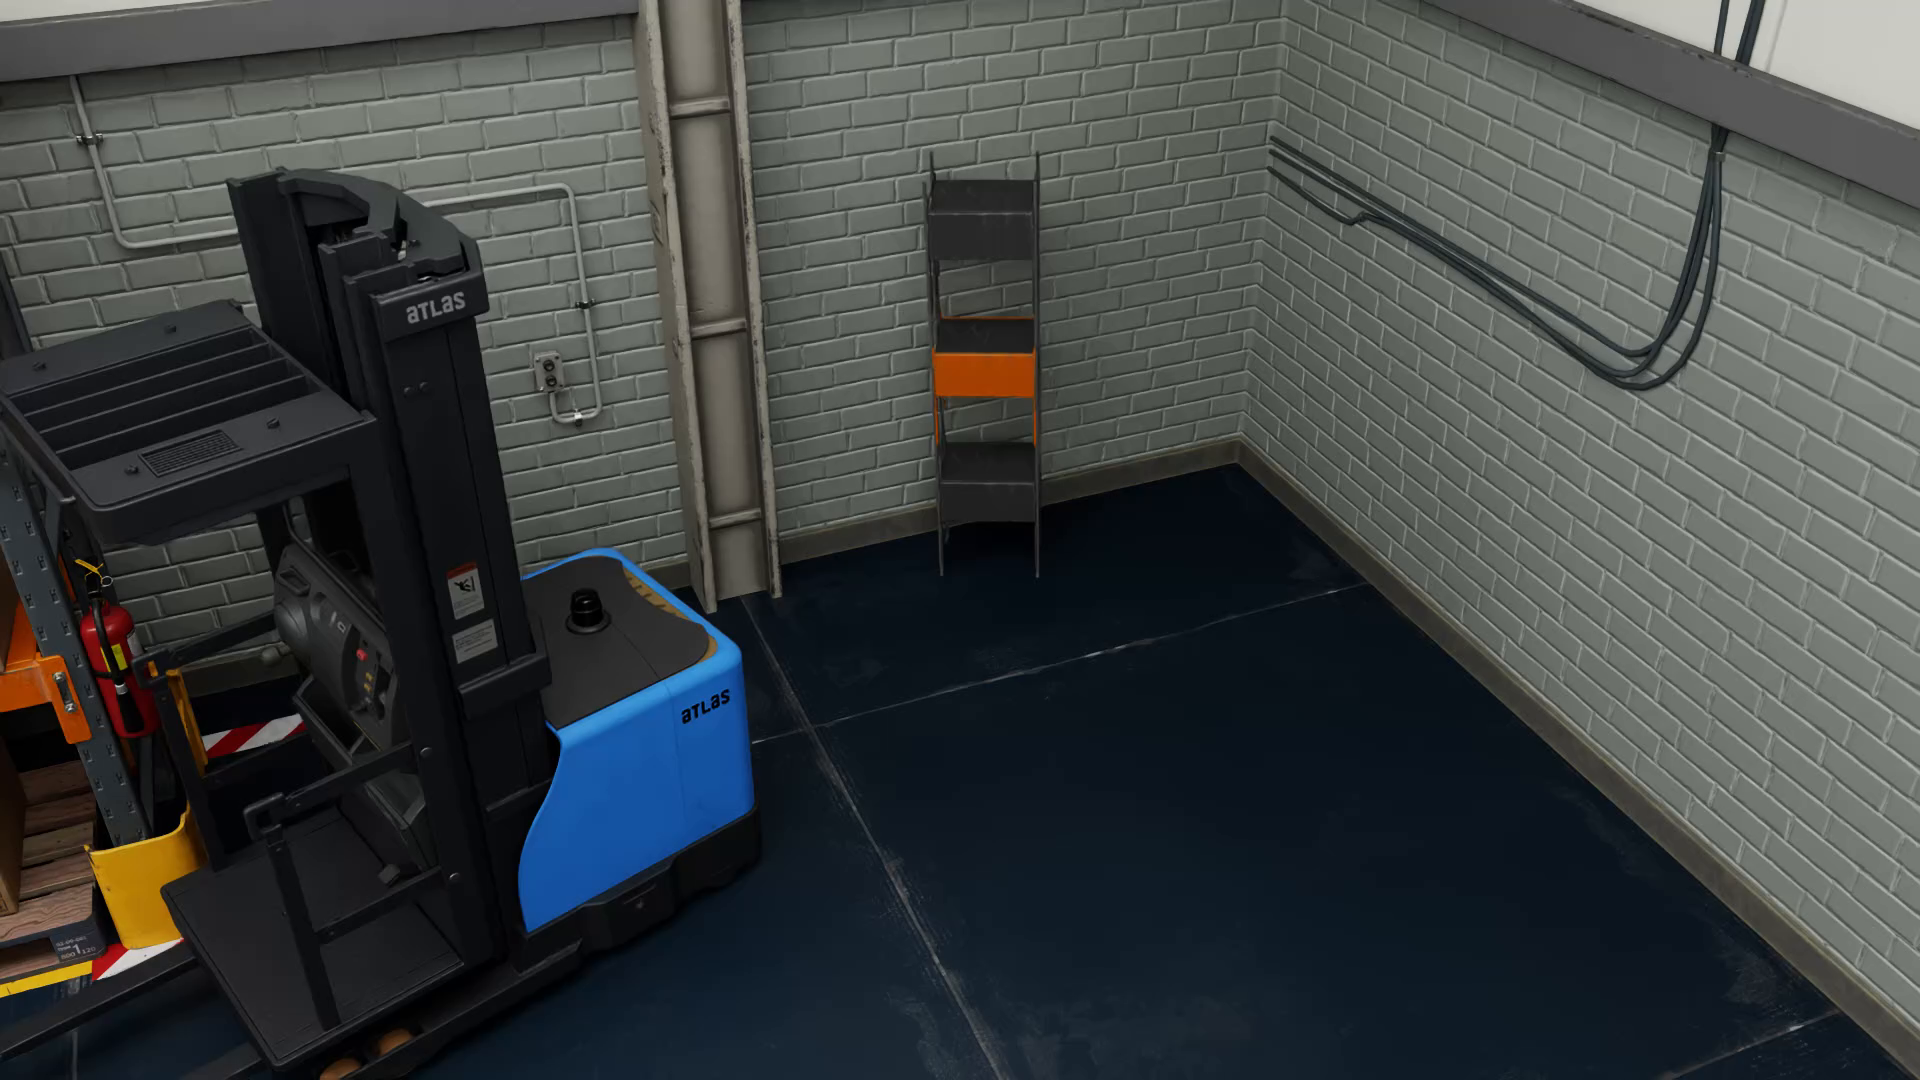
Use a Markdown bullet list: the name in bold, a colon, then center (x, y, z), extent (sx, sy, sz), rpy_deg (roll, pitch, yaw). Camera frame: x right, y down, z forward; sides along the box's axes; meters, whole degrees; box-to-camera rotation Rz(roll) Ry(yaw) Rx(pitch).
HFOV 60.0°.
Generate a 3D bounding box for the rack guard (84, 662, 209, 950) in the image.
- **rack guard**: center (-3.258, 1.036, 6.700), extent (0.348, 0.500, 1.175), rpy_deg (-13, 35, -19)

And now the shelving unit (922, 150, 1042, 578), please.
- **shelving unit**: center (0.132, -0.798, 8.035), extent (0.503, 2.100, 0.431), rpy_deg (1, 33, 4)

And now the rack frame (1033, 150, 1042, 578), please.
- **rack frame**: center (0.375, -0.795, 8.016), extent (0.015, 2.100, 0.400), rpy_deg (1, 33, 4)

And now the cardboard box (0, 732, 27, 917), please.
- **cardboard box**: center (-3.887, 1.063, 6.273), extent (0.500, 0.500, 0.700), rpy_deg (-13, 35, -19)

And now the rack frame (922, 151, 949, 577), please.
- **rack frame**: center (-0.111, -0.801, 8.054), extent (0.015, 2.100, 0.400), rpy_deg (1, 33, 4)

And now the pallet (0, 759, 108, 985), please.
- **pallet**: center (-3.988, 1.370, 6.451), extent (1.213, 0.211, 1.003), rpy_deg (-13, 35, -19)

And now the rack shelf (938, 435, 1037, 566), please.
- **rack shelf**: center (0.154, -0.201, 8.426), extent (0.480, 0.518, 0.431), rpy_deg (1, 33, 4)

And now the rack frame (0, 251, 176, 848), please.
- **rack frame**: center (-3.281, -0.007, 6.010), extent (0.127, 3.000, 1.000), rpy_deg (-13, 35, -19)

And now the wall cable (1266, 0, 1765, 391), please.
- **wall cable**: center (2.073, -2.234, 6.780), extent (0.112, 2.526, 3.097), rpy_deg (-13, 35, -19)

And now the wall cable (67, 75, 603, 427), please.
- **wall cable**: center (-2.466, -1.179, 6.880), extent (1.851, 1.984, 0.084), rpy_deg (-13, 35, -19)

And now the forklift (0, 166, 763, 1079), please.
- **forklift**: center (-2.238, 0.405, 5.441), extent (3.031, 2.935, 1.130), rpy_deg (-25, 41, -33)

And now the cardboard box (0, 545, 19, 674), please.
- **cardboard box**: center (-3.747, -0.020, 5.755), extent (0.700, 0.700, 0.980), rpy_deg (-11, 35, -17)

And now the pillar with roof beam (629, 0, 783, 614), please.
- **pillar with roof beam**: center (0.541, -1.362, 2.592), extent (0.400, 9.000, 9.100), rpy_deg (-13, 35, -19)

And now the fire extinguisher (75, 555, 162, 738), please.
- **fire extinguisher**: center (-2.963, 0.382, 5.825), extent (0.183, 0.674, 0.296), rpy_deg (-13, 35, -19)

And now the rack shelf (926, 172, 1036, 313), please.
- **rack shelf**: center (0.110, -1.372, 7.659), extent (0.480, 0.518, 0.431), rpy_deg (1, 33, 4)

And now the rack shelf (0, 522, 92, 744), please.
- **rack shelf**: center (-5.125, 0.717, 5.557), extent (4.000, 0.370, 1.077), rpy_deg (-13, 35, -19)

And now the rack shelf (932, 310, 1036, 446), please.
- **rack shelf**: center (0.132, -0.786, 8.043), extent (0.480, 0.518, 0.431), rpy_deg (1, 33, 4)
